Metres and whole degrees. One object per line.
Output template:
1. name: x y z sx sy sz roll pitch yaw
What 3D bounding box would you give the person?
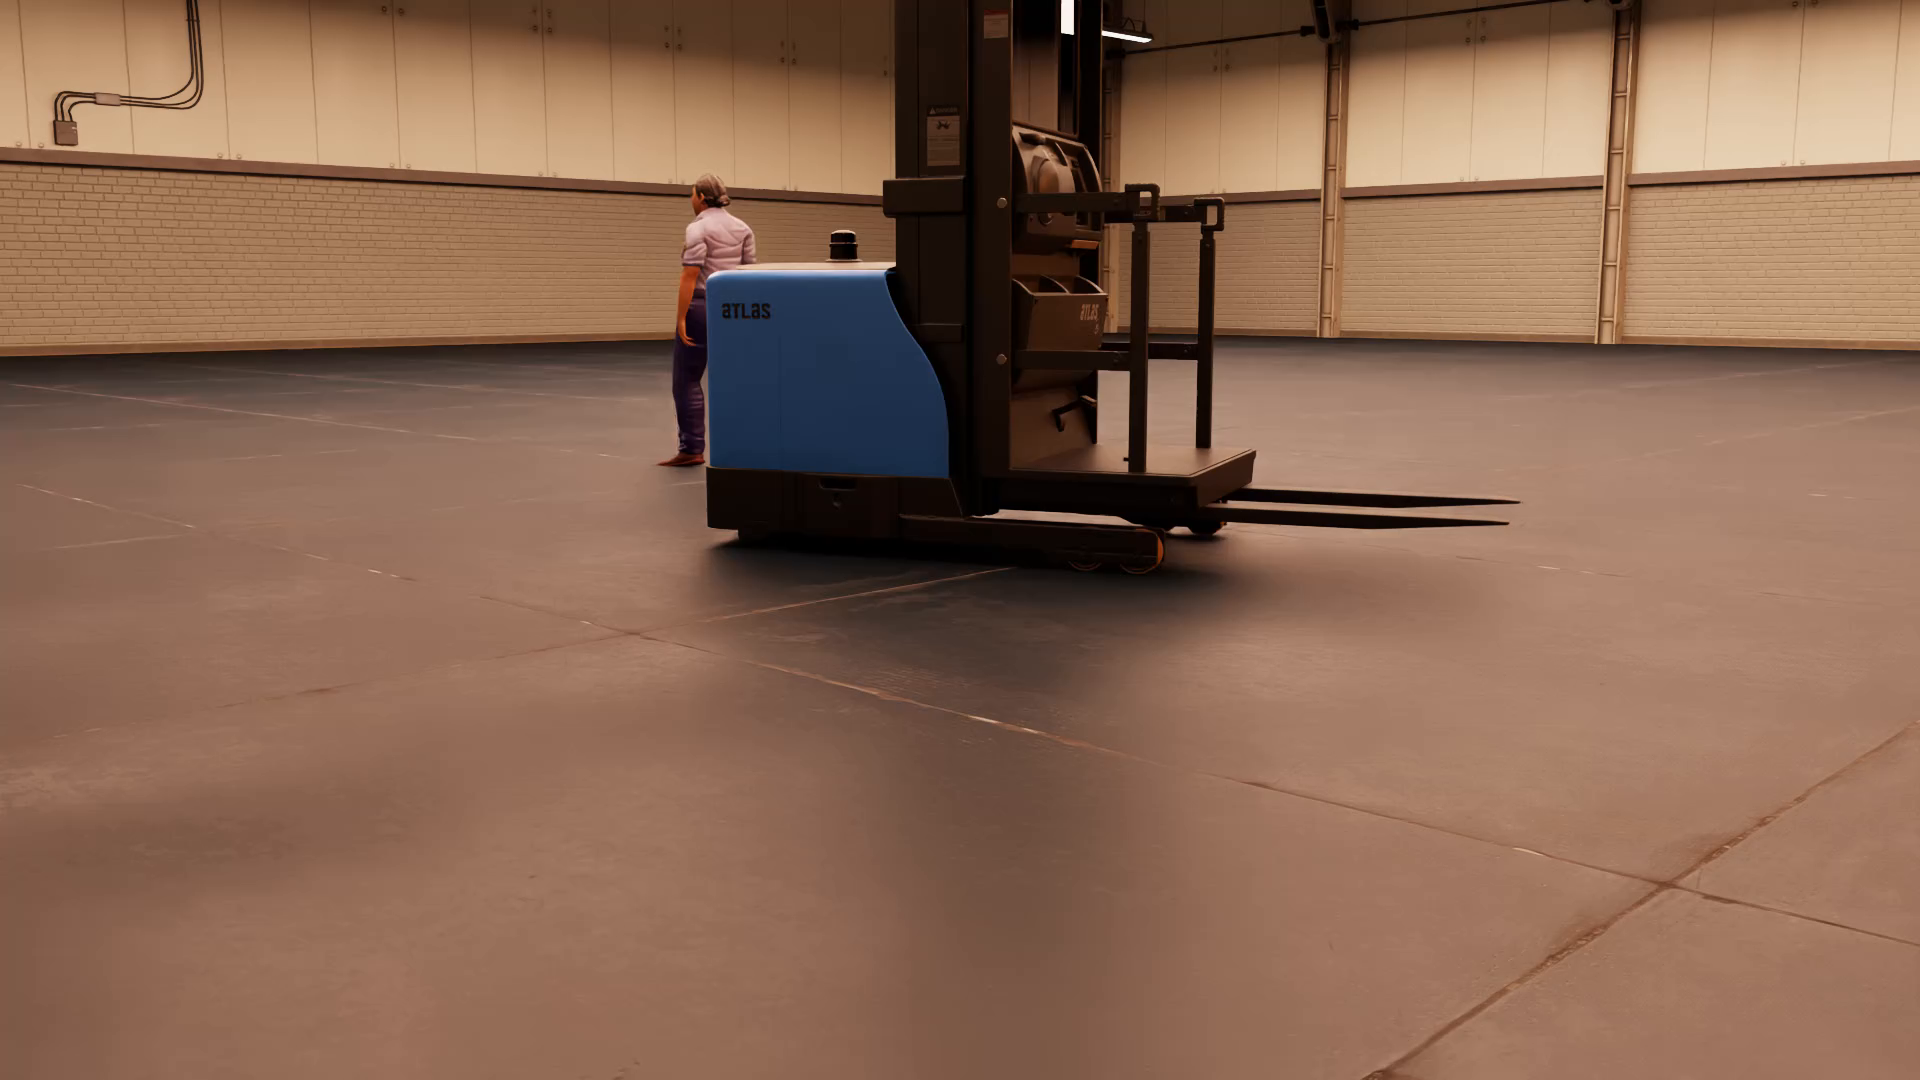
1. person: -1.447 -1.239 9.503 0.449 1.673 0.557 7 11 40

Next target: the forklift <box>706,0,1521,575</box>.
1. forklift: 0.565 -1.416 6.275 3.031 2.935 1.130 3 9 22
